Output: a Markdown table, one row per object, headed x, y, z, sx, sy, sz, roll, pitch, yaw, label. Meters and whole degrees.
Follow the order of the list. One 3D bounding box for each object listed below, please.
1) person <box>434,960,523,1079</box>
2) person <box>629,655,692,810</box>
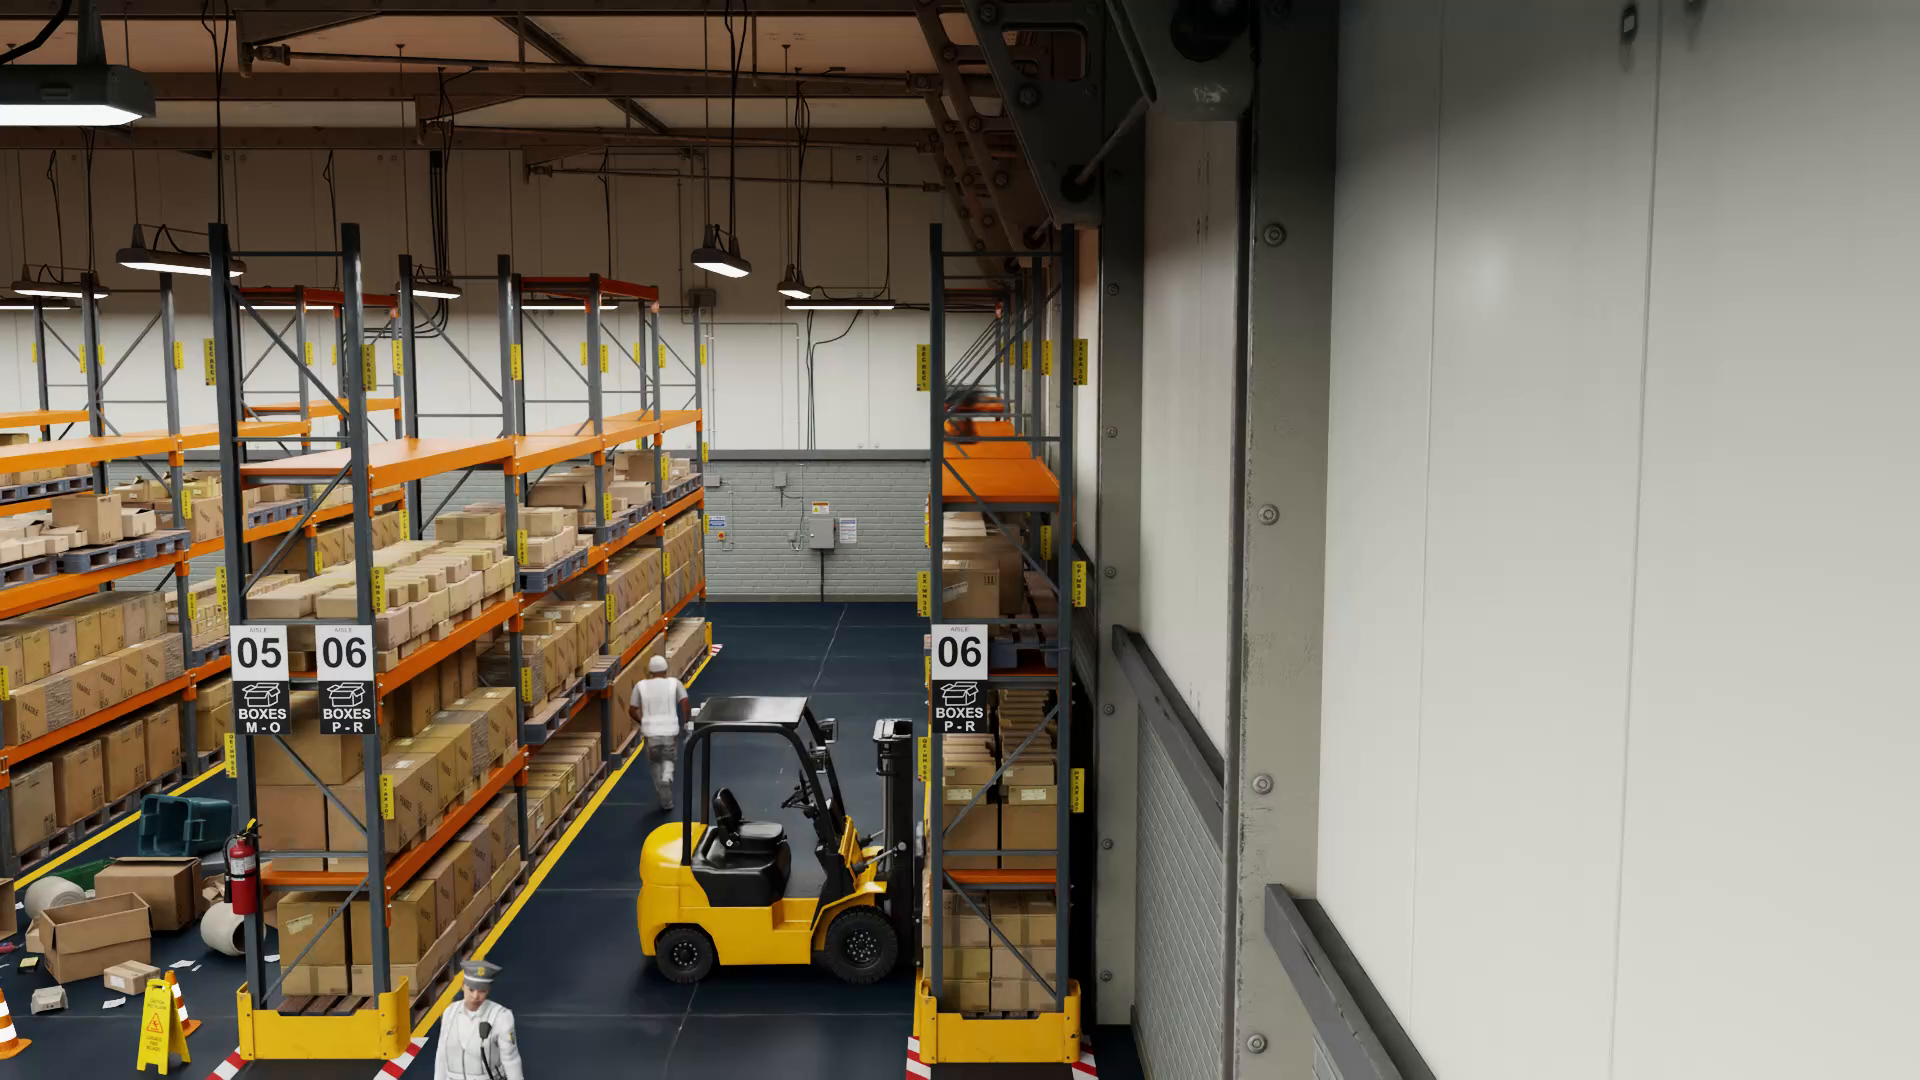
| x | y | z | sx | sy | sz | roll | pitch | yaw | label |
| --- | --- | --- | --- | --- | --- | --- | --- | --- | --- |
| -2.864 | 3.215 | 9.740 | 0.714 | 1.650 | 0.631 | 1 | 7 | 12 | person |
| -3.340 | 2.163 | 18.530 | 0.670 | 1.711 | 0.688 | -2 | 7 | -16 | person |
